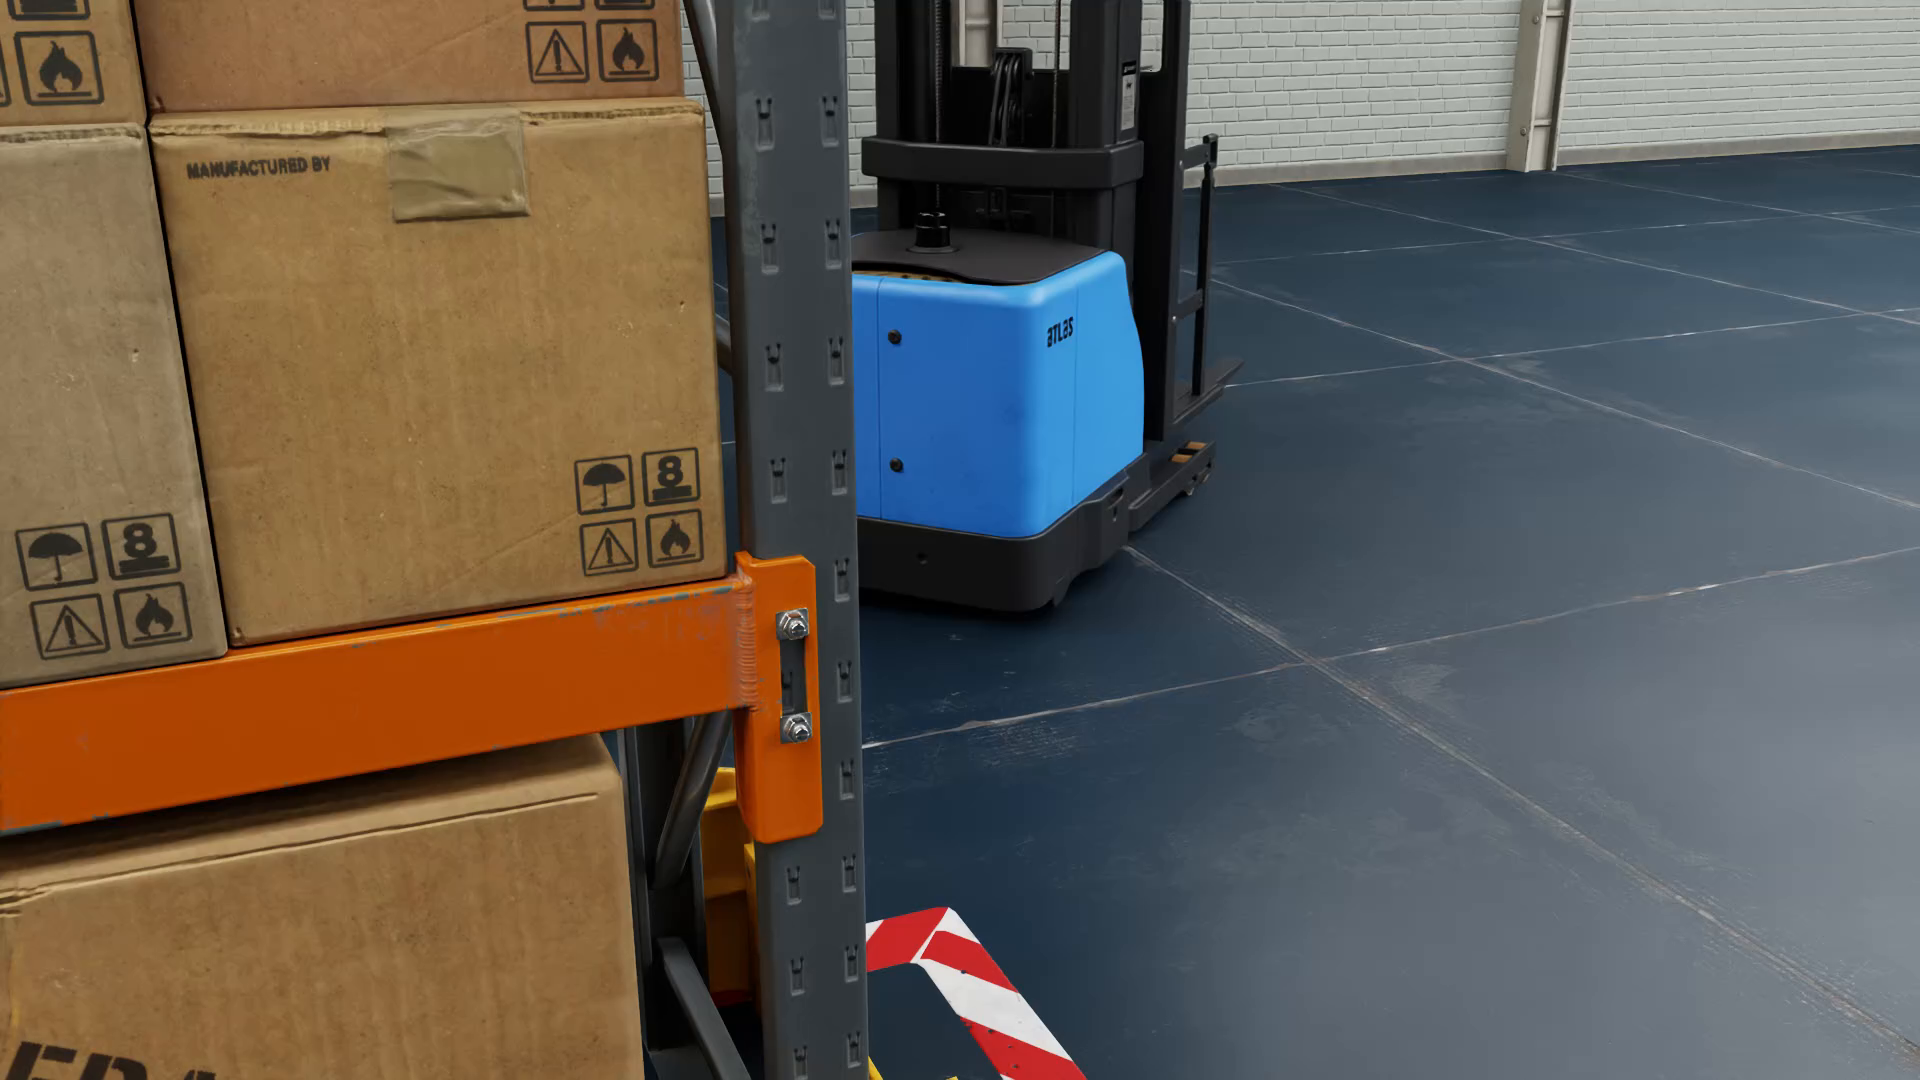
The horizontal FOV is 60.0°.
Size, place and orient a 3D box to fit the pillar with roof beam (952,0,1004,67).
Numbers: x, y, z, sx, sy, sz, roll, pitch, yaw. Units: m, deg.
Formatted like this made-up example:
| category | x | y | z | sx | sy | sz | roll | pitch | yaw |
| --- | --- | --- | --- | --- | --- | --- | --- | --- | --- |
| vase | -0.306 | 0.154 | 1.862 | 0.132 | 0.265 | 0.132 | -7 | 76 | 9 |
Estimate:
| category | x | y | z | sx | sy | sz | roll | pitch | yaw |
| --- | --- | --- | --- | --- | --- | --- | --- | --- | --- |
| pillar with roof beam | 1.819 | -5.800 | 8.945 | 0.400 | 9.000 | 9.100 | -8 | 21 | -22 |

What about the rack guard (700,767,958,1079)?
| category | x | y | z | sx | sy | sz | roll | pitch | yaw |
| --- | --- | --- | --- | --- | --- | --- | --- | --- | --- |
| rack guard | -0.354 | 0.875 | 2.785 | 0.348 | 0.500 | 1.175 | -8 | 21 | -22 |

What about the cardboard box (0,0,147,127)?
| category | x | y | z | sx | sy | sz | roll | pitch | yaw |
| --- | --- | --- | --- | --- | --- | --- | --- | --- | --- |
| cardboard box | -1.200 | -0.744 | 1.766 | 0.550 | 0.550 | 0.875 | -8 | 21 | -22 |

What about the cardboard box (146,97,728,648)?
| category | x | y | z | sx | sy | sz | roll | pitch | yaw |
| --- | --- | --- | --- | --- | --- | --- | --- | --- | --- |
| cardboard box | -0.699 | -0.309 | 2.158 | 0.550 | 0.550 | 0.875 | -8 | 21 | -22 |

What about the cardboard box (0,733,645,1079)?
| category | x | y | z | sx | sy | sz | roll | pitch | yaw |
| --- | --- | --- | --- | --- | --- | --- | --- | --- | --- |
| cardboard box | -0.972 | 0.612 | 2.333 | 0.875 | 0.875 | 0.875 | -8 | 21 | -22 |

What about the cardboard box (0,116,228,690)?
| category | x | y | z | sx | sy | sz | roll | pitch | yaw |
| --- | --- | --- | --- | --- | --- | --- | --- | --- | --- |
| cardboard box | -1.195 | -0.230 | 1.934 | 0.550 | 0.550 | 0.875 | -8 | 21 | -22 |

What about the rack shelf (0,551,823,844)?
| category | x | y | z | sx | sy | sz | roll | pitch | yaw |
| --- | --- | --- | --- | --- | --- | --- | --- | --- | --- |
| rack shelf | -2.212 | 0.301 | 1.733 | 4.000 | 0.370 | 1.077 | -8 | 21 | -22 |

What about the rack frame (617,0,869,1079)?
| category | x | y | z | sx | sy | sz | roll | pitch | yaw |
| --- | --- | --- | --- | --- | --- | --- | --- | --- | --- |
| rack frame | -0.376 | -0.301 | 2.361 | 0.127 | 3.000 | 1.000 | -8 | 21 | -22 |

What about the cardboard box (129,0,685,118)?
| category | x | y | z | sx | sy | sz | roll | pitch | yaw |
| --- | --- | --- | --- | --- | --- | --- | --- | --- | --- |
| cardboard box | -0.732 | -0.844 | 2.052 | 0.550 | 0.550 | 0.875 | -8 | 21 | -22 |

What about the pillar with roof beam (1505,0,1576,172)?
| category | x | y | z | sx | sy | sz | roll | pitch | yaw |
| --- | --- | --- | --- | --- | --- | --- | --- | --- | --- |
| pillar with roof beam | 7.329 | -6.589 | 11.187 | 0.400 | 9.000 | 9.100 | -8 | 21 | -22 |

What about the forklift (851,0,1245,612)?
| category | x | y | z | sx | sy | sz | roll | pitch | yaw |
| --- | --- | --- | --- | --- | --- | --- | --- | --- | --- |
| forklift | 0.382 | -1.607 | 6.174 | 1.130 | 2.935 | 3.031 | 9 | 21 | 23 |
